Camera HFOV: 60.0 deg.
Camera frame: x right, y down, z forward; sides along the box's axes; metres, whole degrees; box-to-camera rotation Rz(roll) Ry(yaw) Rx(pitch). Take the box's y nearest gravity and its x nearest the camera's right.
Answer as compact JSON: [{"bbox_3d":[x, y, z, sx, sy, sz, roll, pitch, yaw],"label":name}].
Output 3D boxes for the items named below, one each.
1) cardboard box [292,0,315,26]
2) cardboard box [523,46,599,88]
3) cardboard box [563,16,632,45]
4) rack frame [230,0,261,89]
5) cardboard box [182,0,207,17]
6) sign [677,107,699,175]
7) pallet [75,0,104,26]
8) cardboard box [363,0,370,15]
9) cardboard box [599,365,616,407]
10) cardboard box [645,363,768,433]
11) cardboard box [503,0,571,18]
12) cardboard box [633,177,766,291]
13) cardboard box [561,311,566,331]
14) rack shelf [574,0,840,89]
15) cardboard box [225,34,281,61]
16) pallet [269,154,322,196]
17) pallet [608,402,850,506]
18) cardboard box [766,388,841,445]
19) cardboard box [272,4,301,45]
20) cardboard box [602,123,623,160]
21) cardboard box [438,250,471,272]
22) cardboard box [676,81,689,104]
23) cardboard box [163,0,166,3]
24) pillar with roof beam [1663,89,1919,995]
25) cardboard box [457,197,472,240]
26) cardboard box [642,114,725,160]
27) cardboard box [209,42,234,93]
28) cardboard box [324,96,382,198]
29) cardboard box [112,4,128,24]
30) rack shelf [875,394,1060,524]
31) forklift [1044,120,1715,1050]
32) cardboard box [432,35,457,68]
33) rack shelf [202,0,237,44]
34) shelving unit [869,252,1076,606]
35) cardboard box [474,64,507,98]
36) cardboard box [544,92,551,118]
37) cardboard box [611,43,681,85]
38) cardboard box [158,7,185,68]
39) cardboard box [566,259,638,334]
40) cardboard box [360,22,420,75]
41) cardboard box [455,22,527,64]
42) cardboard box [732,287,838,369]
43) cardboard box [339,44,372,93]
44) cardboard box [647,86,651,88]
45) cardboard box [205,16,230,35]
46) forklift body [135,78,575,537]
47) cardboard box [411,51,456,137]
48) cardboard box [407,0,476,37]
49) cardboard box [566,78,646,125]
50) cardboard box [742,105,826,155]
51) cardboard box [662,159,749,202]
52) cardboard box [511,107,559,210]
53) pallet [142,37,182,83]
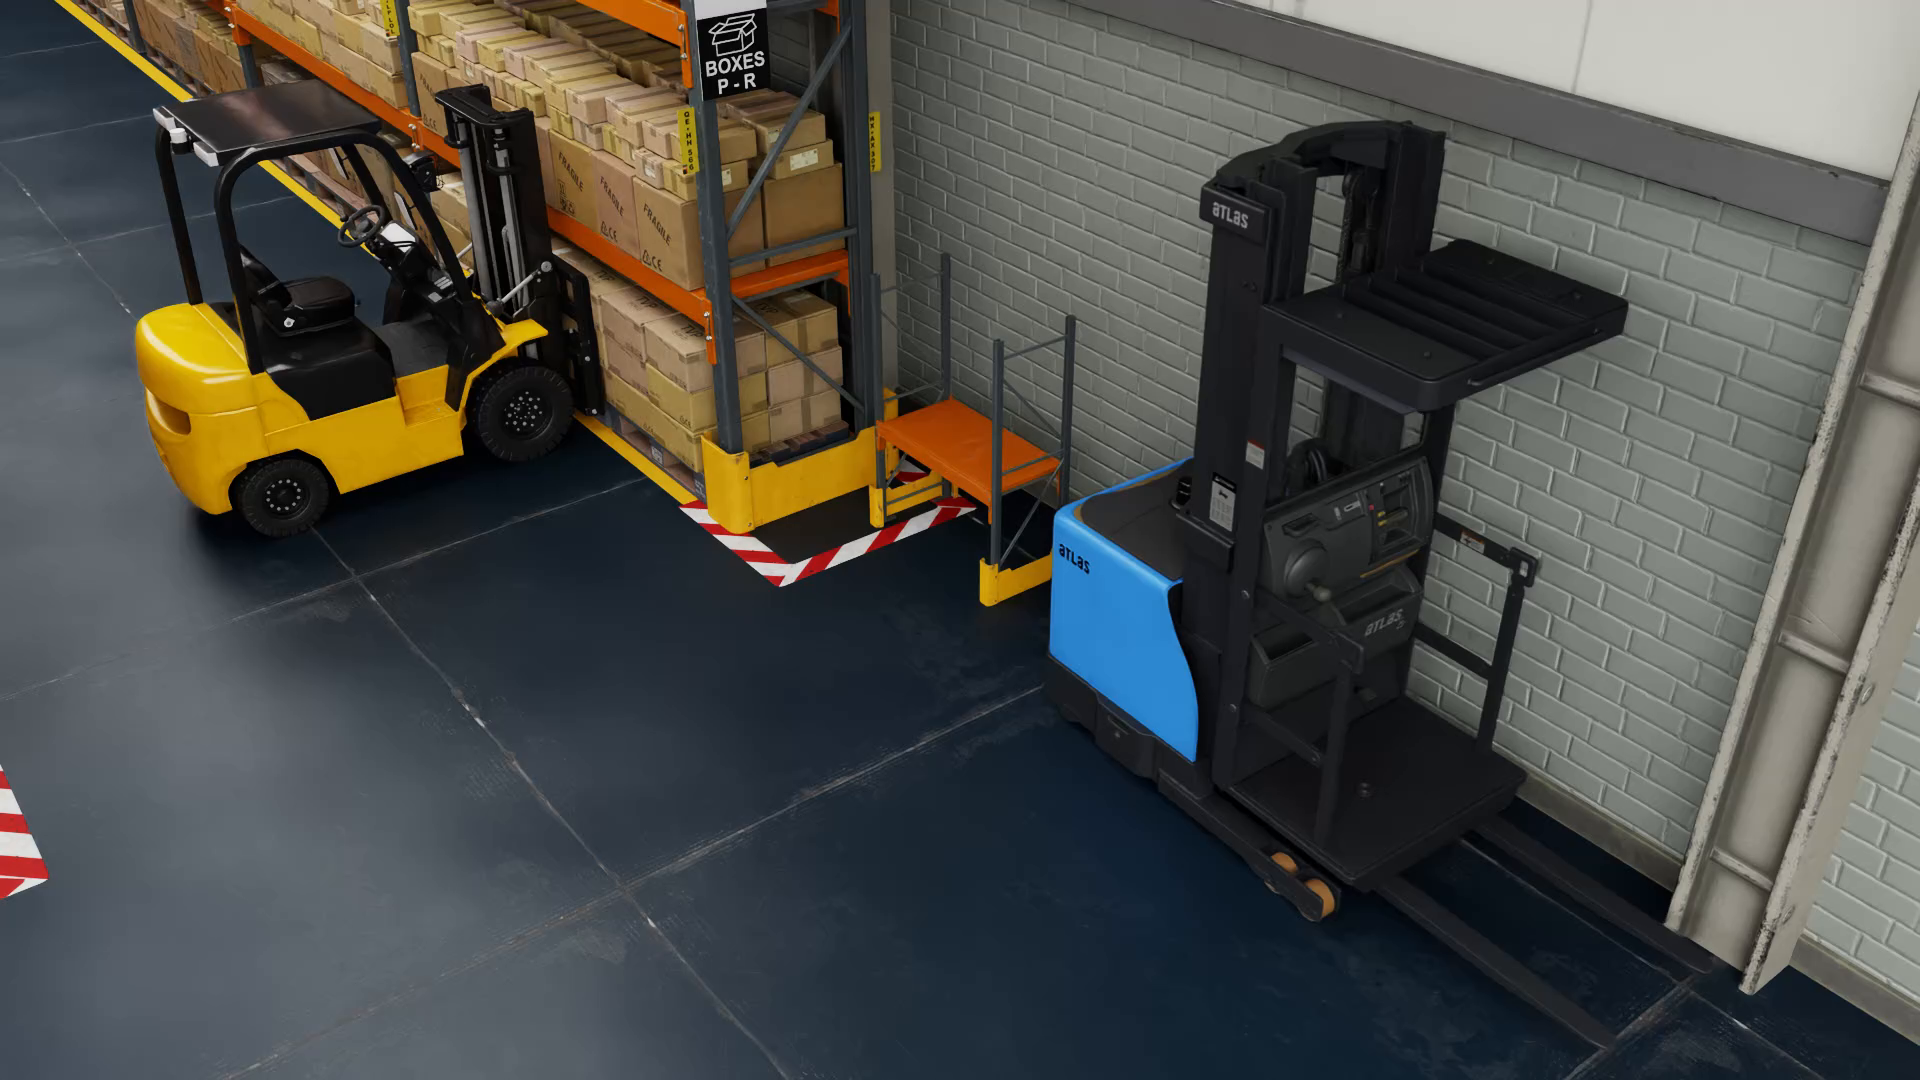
[{"bbox_3d":[-4.794,-4.146,12.751,0.500,0.250,0.500,-22,38,-31],"label":"cardboard box"},{"bbox_3d":[-2.385,-2.838,9.985,0.380,0.149,0.250,-22,38,-31],"label":"cardboard box"},{"bbox_3d":[-2.291,-3.218,10.597,0.380,0.149,0.250,-23,39,-32],"label":"cardboard box"},{"bbox_3d":[-5.819,-4.899,14.295,1.000,3.000,0.127,-22,38,-31],"label":"rack frame"},{"bbox_3d":[-7.223,-5.096,15.968,0.380,0.149,0.250,-22,38,-31],"label":"cardboard box"},{"bbox_3d":[-1.350,-1.988,8.285,0.100,0.325,0.005,-22,38,-31],"label":"sign"},{"bbox_3d":[-9.444,-6.177,18.995,1.003,0.211,1.213,-22,38,-31],"label":"pallet"},{"bbox_3d":[-4.032,-3.841,11.882,0.380,0.149,0.250,-22,38,-31],"label":"cardboard box"},{"bbox_3d":[-2.048,-1.091,10.371,0.500,0.250,0.500,-22,38,-31],"label":"cardboard box"},{"bbox_3d":[-1.459,-0.889,9.573,0.500,0.250,0.500,-23,38,-32],"label":"cardboard box"},{"bbox_3d":[-2.810,-3.523,11.088,0.380,0.149,0.250,-23,39,-33],"label":"cardboard box"},{"bbox_3d":[-1.422,-1.728,9.094,0.500,0.500,0.500,-23,39,-32],"label":"cardboard box"},{"bbox_3d":[-2.395,-1.520,10.588,0.500,0.250,0.500,-22,38,-32],"label":"cardboard box"},{"bbox_3d":[-2.140,-3.367,9.667,1.077,0.370,4.000,-22,38,-31],"label":"rack shelf"},{"bbox_3d":[-6.322,-4.415,14.872,0.380,0.149,0.250,-24,39,-34],"label":"cardboard box"},{"bbox_3d":[-5.345,-3.359,14.458,1.003,0.211,1.213,-22,38,-31],"label":"pallet"},{"bbox_3d":[-1.415,-0.686,10.154,1.003,0.211,1.213,-22,38,-31],"label":"pallet"},{"bbox_3d":[-1.060,-0.843,9.973,0.500,0.250,0.500,-22,38,-31],"label":"cardboard box"},{"bbox_3d":[-5.114,-4.148,13.227,0.500,0.250,0.500,-24,39,-33],"label":"cardboard box"},{"bbox_3d":[-1.781,-2.269,9.350,0.380,0.149,0.250,-23,38,-32],"label":"cardboard box"},{"bbox_3d":[-3.331,-1.934,11.728,0.500,0.250,0.500,-22,38,-31],"label":"cardboard box"},{"bbox_3d":[-1.397,-2.552,9.524,0.380,0.149,0.250,-22,38,-31],"label":"cardboard box"},{"bbox_3d":[-7.686,-5.419,16.489,0.380,0.149,0.250,-23,39,-32],"label":"cardboard box"},{"bbox_3d":[-0.349,-0.802,2.012,9.100,9.000,0.400,-22,38,-31],"label":"pillar with roof beam"},{"bbox_3d":[-3.012,-2.148,11.125,0.500,0.250,0.500,-22,38,-31],"label":"cardboard box"},{"bbox_3d":[-1.475,-2.183,8.931,0.380,0.149,0.250,-22,38,-31],"label":"cardboard box"},{"bbox_3d":[-6.547,-4.334,15.357,0.500,0.500,0.500,-23,39,-32],"label":"cardboard box"},{"bbox_3d":[-4.627,-3.254,13.499,0.875,0.625,0.625,-24,39,-33],"label":"cardboard box"},{"bbox_3d":[-8.845,-5.671,17.841,0.380,0.149,0.250,-24,39,-33],"label":"cardboard box"},{"bbox_3d":[0.052,-0.449,8.892,0.538,0.185,1.000,-22,38,-31],"label":"rack shelf"},{"bbox_3d":[1.677,0.007,6.461,1.130,2.935,3.031,-21,38,-30],"label":"forklift"},{"bbox_3d":[-3.218,-3.225,10.889,0.380,0.149,0.250,-21,38,-30],"label":"cardboard box"},{"bbox_3d":[-7.045,-5.427,15.827,1.077,0.370,4.000,-22,38,-31],"label":"rack shelf"},{"bbox_3d":[0.047,-0.605,8.803,0.587,1.500,1.083,-22,38,-31],"label":"shelving unit"},{"bbox_3d":[-2.784,-2.888,10.348,0.380,0.149,0.250,-23,38,-32],"label":"cardboard box"},{"bbox_3d":[-2.235,-2.597,9.878,0.380,0.149,0.250,-23,38,-32],"label":"cardboard box"},{"bbox_3d":[-1.876,-2.872,10.040,0.380,0.149,0.250,-22,38,-31],"label":"cardboard box"},{"bbox_3d":[-7.516,-4.980,16.396,0.500,0.500,0.500,-24,39,-33],"label":"cardboard box"},{"bbox_3d":[-2.077,-1.509,10.097,0.500,0.250,0.500,-22,38,-31],"label":"cardboard box"},{"bbox_3d":[-3.869,-3.503,11.715,0.500,0.250,0.500,-23,39,-32],"label":"cardboard box"},{"bbox_3d":[-2.933,-3.124,10.445,0.380,0.149,0.250,-21,38,-30],"label":"cardboard box"},{"bbox_3d":[-1.058,-1.262,9.699,0.500,0.250,0.500,-23,39,-32],"label":"cardboard box"},{"bbox_3d":[-4.194,-3.501,12.187,0.500,0.250,0.500,-23,38,-32],"label":"cardboard box"},{"bbox_3d":[-1.649,-2.667,9.992,0.380,0.149,0.250,-21,37,-30],"label":"cardboard box"},{"bbox_3d":[-6.766,-4.767,15.439,0.380,0.149,0.250,-21,38,-30],"label":"cardboard box"},{"bbox_3d":[-3.517,-1.404,9.473,2.313,2.155,1.214,-22,38,-31],"label":"forklift body"},{"bbox_3d":[-3.300,-3.005,11.151,0.500,0.500,0.500,-23,39,-33],"label":"cardboard box"},{"bbox_3d":[-3.405,-3.448,10.966,0.380,0.149,0.250,-21,38,-30],"label":"cardboard box"},{"bbox_3d":[-1.998,-2.484,9.415,0.380,0.149,0.250,-21,38,-30],"label":"cardboard box"},{"bbox_3d":[-0.950,-2.218,8.987,0.380,0.149,0.250,-23,39,-32],"label":"cardboard box"},{"bbox_3d":[-1.347,-1.937,8.816,0.380,0.149,0.250,-22,38,-31],"label":"cardboard box"},{"bbox_3d":[-2.365,-2.366,10.122,0.500,0.500,0.500,-22,38,-31],"label":"cardboard box"},{"bbox_3d":[-7.743,-5.055,17.189,1.003,0.211,1.213,-22,38,-31],"label":"pallet"}]
